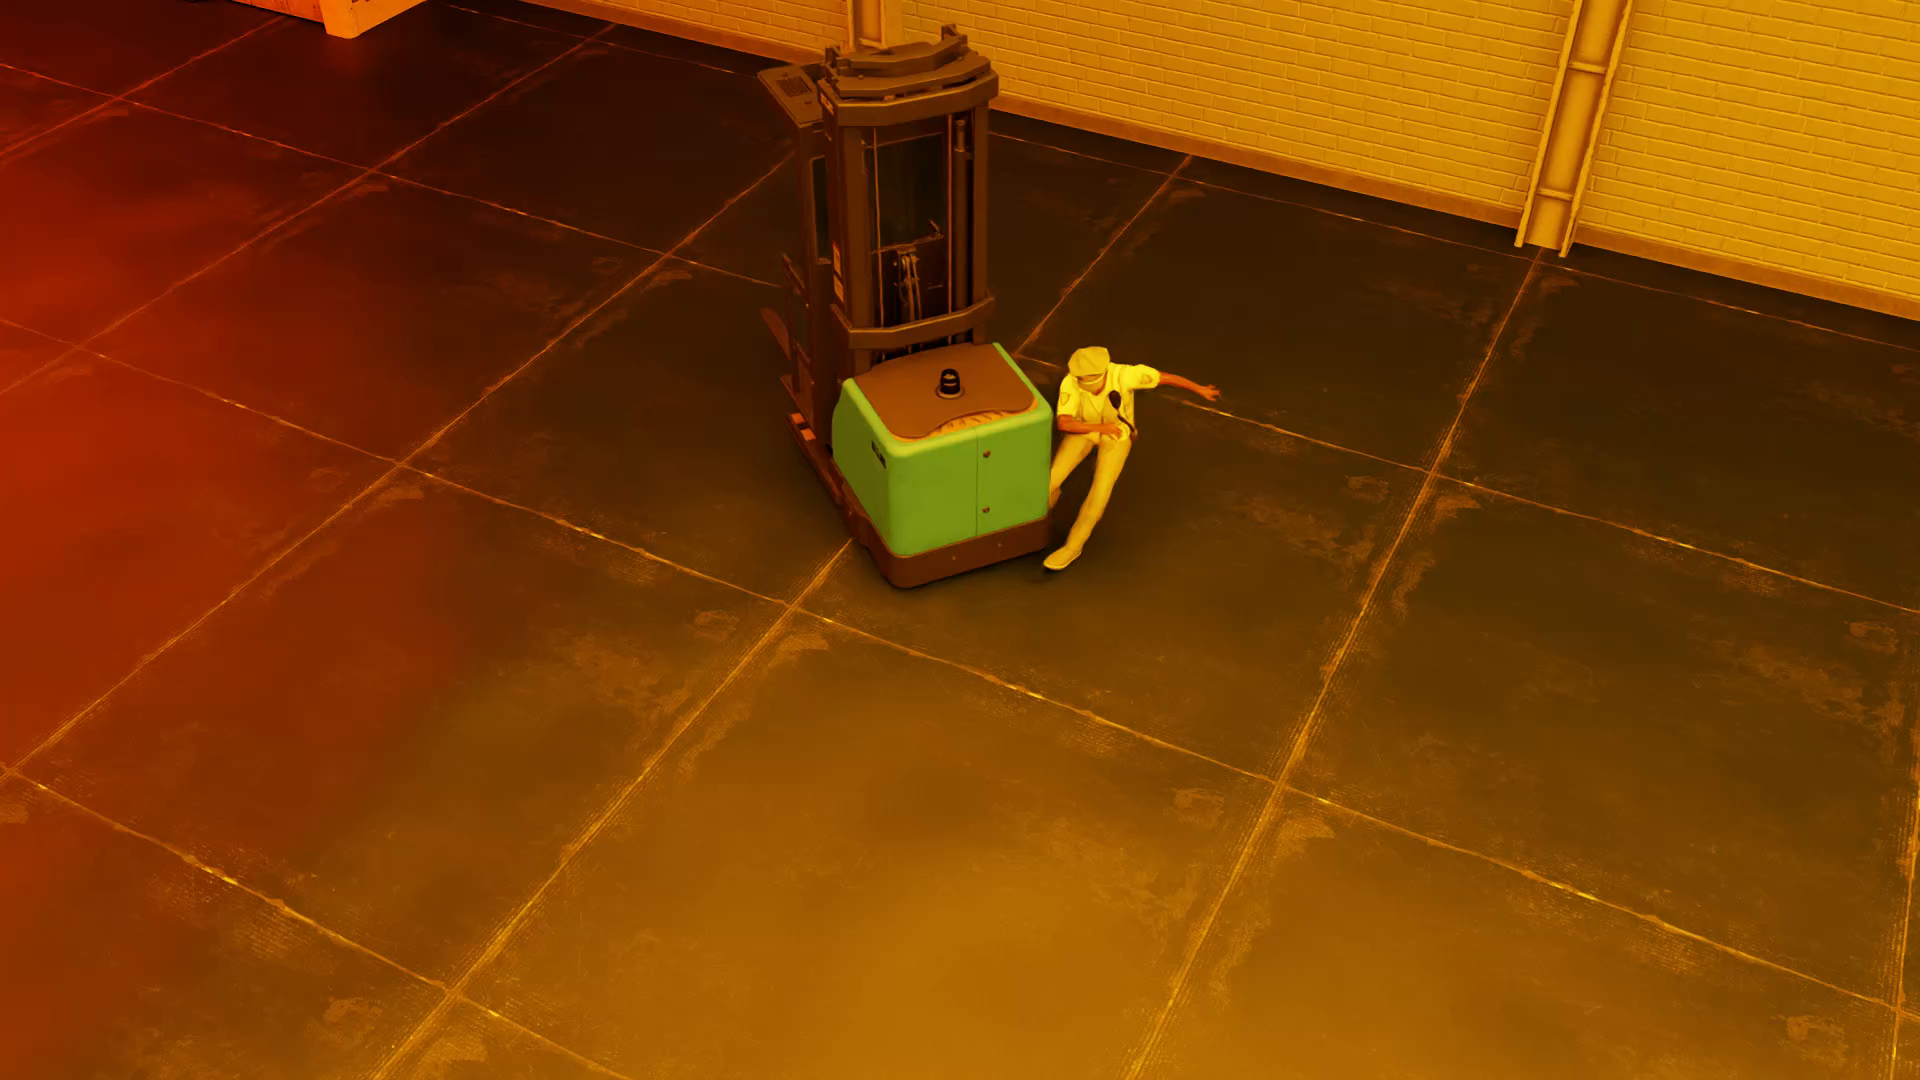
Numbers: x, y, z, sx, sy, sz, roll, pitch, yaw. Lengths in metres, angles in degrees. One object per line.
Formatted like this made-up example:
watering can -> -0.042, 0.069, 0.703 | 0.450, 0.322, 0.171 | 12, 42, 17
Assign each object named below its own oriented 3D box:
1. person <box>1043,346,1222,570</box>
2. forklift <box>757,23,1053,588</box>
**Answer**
person -> 0.921, -0.518, 9.871 | 1.125, 1.383, 0.895 | 9, 41, 10
forklift -> -0.507, -1.790, 10.112 | 1.130, 2.935, 3.031 | -16, 43, -18
